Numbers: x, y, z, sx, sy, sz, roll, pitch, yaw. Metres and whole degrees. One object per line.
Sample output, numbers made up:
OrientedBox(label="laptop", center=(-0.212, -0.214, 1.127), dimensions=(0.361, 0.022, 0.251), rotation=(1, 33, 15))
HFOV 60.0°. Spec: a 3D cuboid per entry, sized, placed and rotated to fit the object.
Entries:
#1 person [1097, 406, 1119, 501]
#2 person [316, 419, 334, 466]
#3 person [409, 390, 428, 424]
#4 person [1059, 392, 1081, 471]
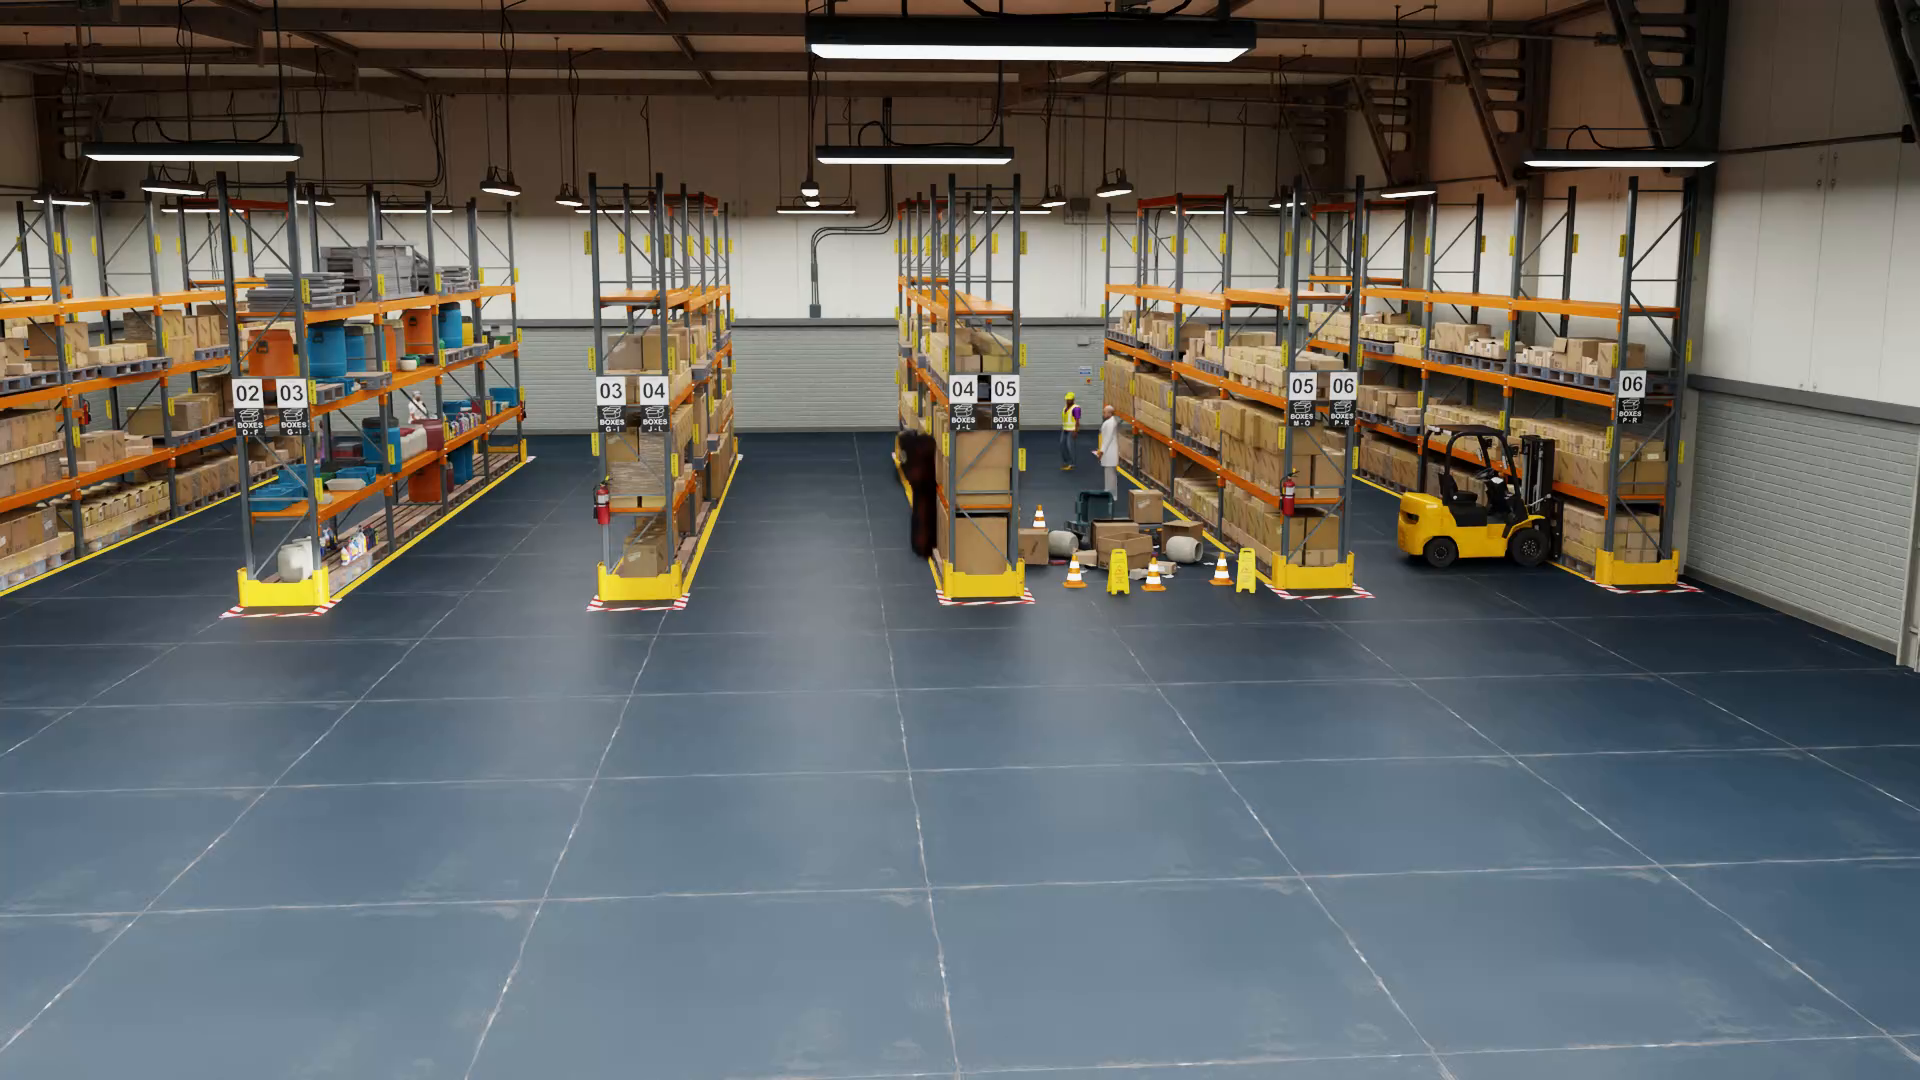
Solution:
OrientedBox(label="person", center=(2.753, -1.606, 30.979), dimensions=(0.417, 1.793, 0.600), rotation=(2, 10, 12))
OrientedBox(label="person", center=(-12.707, -1.637, 33.396), dimensions=(0.386, 1.605, 0.449), rotation=(0, 10, 3))
OrientedBox(label="person", center=(-12.763, -2.688, 39.264), dimensions=(0.690, 1.704, 0.533), rotation=(-3, 10, -15))
OrientedBox(label="person", center=(2.473, -2.427, 37.554), dimensions=(0.419, 1.824, 0.600), rotation=(-4, 11, -23))
